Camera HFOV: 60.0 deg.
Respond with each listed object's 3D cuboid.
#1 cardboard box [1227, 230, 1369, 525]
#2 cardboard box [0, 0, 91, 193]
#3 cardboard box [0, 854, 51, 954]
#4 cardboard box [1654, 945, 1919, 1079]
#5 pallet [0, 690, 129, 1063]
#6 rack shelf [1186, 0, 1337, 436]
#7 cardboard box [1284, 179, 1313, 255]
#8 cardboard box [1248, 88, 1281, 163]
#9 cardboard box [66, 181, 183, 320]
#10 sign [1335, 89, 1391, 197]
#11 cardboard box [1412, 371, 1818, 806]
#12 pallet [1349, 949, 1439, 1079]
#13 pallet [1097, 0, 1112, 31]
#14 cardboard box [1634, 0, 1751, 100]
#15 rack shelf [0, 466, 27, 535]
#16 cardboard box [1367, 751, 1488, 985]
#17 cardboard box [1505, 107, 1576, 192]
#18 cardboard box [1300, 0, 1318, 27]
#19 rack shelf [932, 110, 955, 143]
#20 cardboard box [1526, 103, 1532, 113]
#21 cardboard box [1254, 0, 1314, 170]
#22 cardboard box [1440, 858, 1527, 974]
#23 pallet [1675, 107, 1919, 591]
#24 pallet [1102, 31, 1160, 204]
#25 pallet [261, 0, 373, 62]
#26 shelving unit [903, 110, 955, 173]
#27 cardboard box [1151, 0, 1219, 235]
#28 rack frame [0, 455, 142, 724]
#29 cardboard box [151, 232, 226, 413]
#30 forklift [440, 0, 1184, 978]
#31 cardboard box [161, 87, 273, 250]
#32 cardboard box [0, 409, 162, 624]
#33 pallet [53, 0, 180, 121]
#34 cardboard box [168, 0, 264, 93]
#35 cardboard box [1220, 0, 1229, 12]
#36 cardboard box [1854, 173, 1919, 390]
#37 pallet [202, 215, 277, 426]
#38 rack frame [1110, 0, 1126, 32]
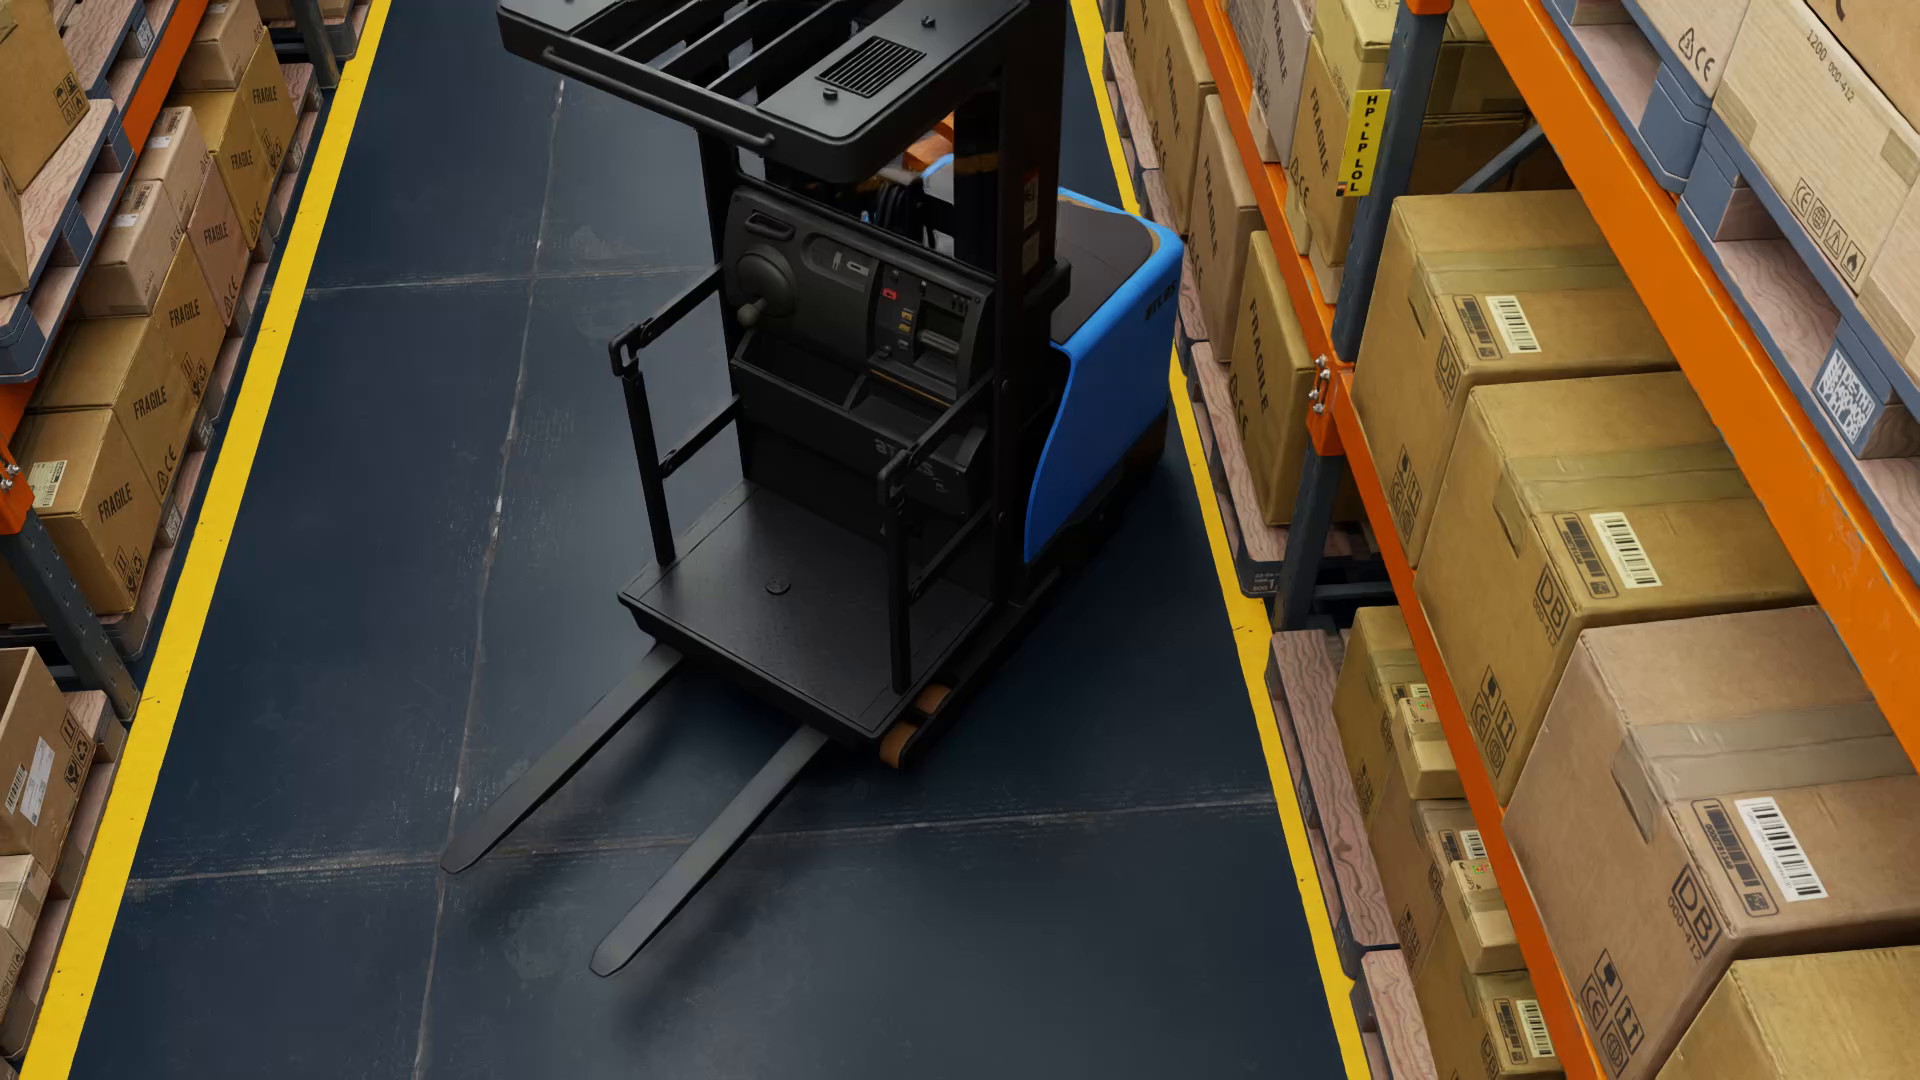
[{"bbox_3d":[1.434,-0.593,5.937,0.750,0.750,0.750,-3,47,-3],"label":"cardboard box"},{"bbox_3d":[-3.256,-1.451,5.200,0.700,0.500,0.500,3,47,3],"label":"cardboard box"},{"bbox_3d":[-2.897,1.070,4.831,0.380,0.149,0.250,-3,47,-3],"label":"cardboard box"},{"bbox_3d":[1.828,1.171,2.868,0.980,0.700,0.700,-4,47,-4],"label":"cardboard box"},{"bbox_3d":[-3.262,1.034,5.126,1.003,0.211,1.213,-3,47,-3],"label":"pallet"},{"bbox_3d":[1.450,-1.925,6.503,1.077,0.370,4.000,-3,47,-3],"label":"rack shelf"},{"bbox_3d":[1.263,-1.055,5.342,0.380,0.149,0.250,-3,47,-3],"label":"cardboard box"},{"bbox_3d":[1.205,-1.432,5.700,0.380,0.149,0.250,-3,47,-3],"label":"cardboard box"},{"bbox_3d":[-3.200,-1.060,6.090,0.500,0.250,0.500,-3,47,-3],"label":"cardboard box"},{"bbox_3d":[1.078,-1.057,4.442,0.100,0.325,0.005,-3,47,-3],"label":"sign"},{"bbox_3d":[1.703,0.093,3.889,0.980,0.700,0.700,-5,47,-4],"label":"cardboard box"},{"bbox_3d":[1.709,1.673,4.520,1.003,0.211,1.213,-3,47,-3],"label":"pallet"},{"bbox_3d":[1.219,-3.226,9.160,1.003,0.211,1.213,-3,47,-3],"label":"pallet"},{"bbox_3d":[1.441,-0.999,2.809,0.500,0.250,0.500,-4,47,-4],"label":"cardboard box"},{"bbox_3d":[-3.151,1.272,3.474,1.077,0.370,4.000,-3,47,-3],"label":"rack shelf"},{"bbox_3d":[1.617,0.900,4.764,0.700,0.500,0.500,-4,47,-4],"label":"cardboard box"},{"bbox_3d":[1.830,-1.217,5.049,0.500,0.500,0.500,-5,47,-5],"label":"cardboard box"},{"bbox_3d":[1.291,-1.820,5.104,0.500,0.250,0.500,-3,47,-2],"label":"cardboard box"},{"bbox_3d":[0.027,-1.600,6.398,0.258,0.148,0.480,-32,55,-27],"label":"rack shelf"},{"bbox_3d":[1.839,-1.476,4.778,0.500,0.250,0.500,-2,47,-2],"label":"cardboard box"},{"bbox_3d":[1.275,-1.556,5.371,0.500,0.500,0.500,-3,47,-3],"label":"cardboard box"},{"bbox_3d":[1.469,0.950,4.270,0.380,0.149,0.250,-5,47,-4],"label":"cardboard box"},{"bbox_3d":[1.775,-0.253,2.419,1.003,0.211,1.213,-3,47,-3],"label":"pallet"},{"bbox_3d":[1.274,-2.086,8.080,1.003,0.211,1.213,-3,47,-3],"label":"pallet"},{"bbox_3d":[-3.683,-2.955,8.903,1.003,0.211,1.213,-3,47,-3],"label":"pallet"},{"bbox_3d":[0.027,-1.330,6.683,0.258,1.200,0.503,-32,55,-27],"label":"shelving unit"},{"bbox_3d":[1.281,-1.851,7.128,0.750,0.750,0.750,-4,47,-3],"label":"cardboard box"},{"bbox_3d":[-3.318,-0.422,4.584,1.000,3.000,0.127,-3,47,-3],"label":"rack frame"},{"bbox_3d":[-3.206,-0.826,6.385,0.500,0.500,0.500,-3,47,-3],"label":"cardboard box"},{"bbox_3d":[-0.446,-0.647,4.844,1.130,2.935,3.031,26,52,23],"label":"forklift"},{"bbox_3d":[-3.298,-1.571,7.090,0.500,0.500,0.500,-5,47,-5],"label":"cardboard box"},{"bbox_3d":[-3.116,-0.078,5.677,0.500,0.500,0.500,-5,47,-5],"label":"cardboard box"},{"bbox_3d":[-3.486,-1.843,6.062,1.003,0.211,1.213,-3,47,-3],"label":"pallet"},{"bbox_3d":[-3.332,-2.163,7.134,0.500,0.250,0.500,-2,47,-2],"label":"cardboard box"},{"bbox_3d":[1.195,-2.281,6.057,0.500,0.500,0.500,-2,47,-2],"label":"cardboard box"},{"bbox_3d":[1.534,-0.257,2.107,0.500,0.250,0.500,-5,47,-4],"label":"cardboard box"},{"bbox_3d":[-3.529,-0.934,6.989,1.003,0.211,1.213,-3,47,-3],"label":"pallet"},{"bbox_3d":[1.283,-3.620,7.612,1.000,3.000,0.127,-3,47,-3],"label":"rack frame"}]
